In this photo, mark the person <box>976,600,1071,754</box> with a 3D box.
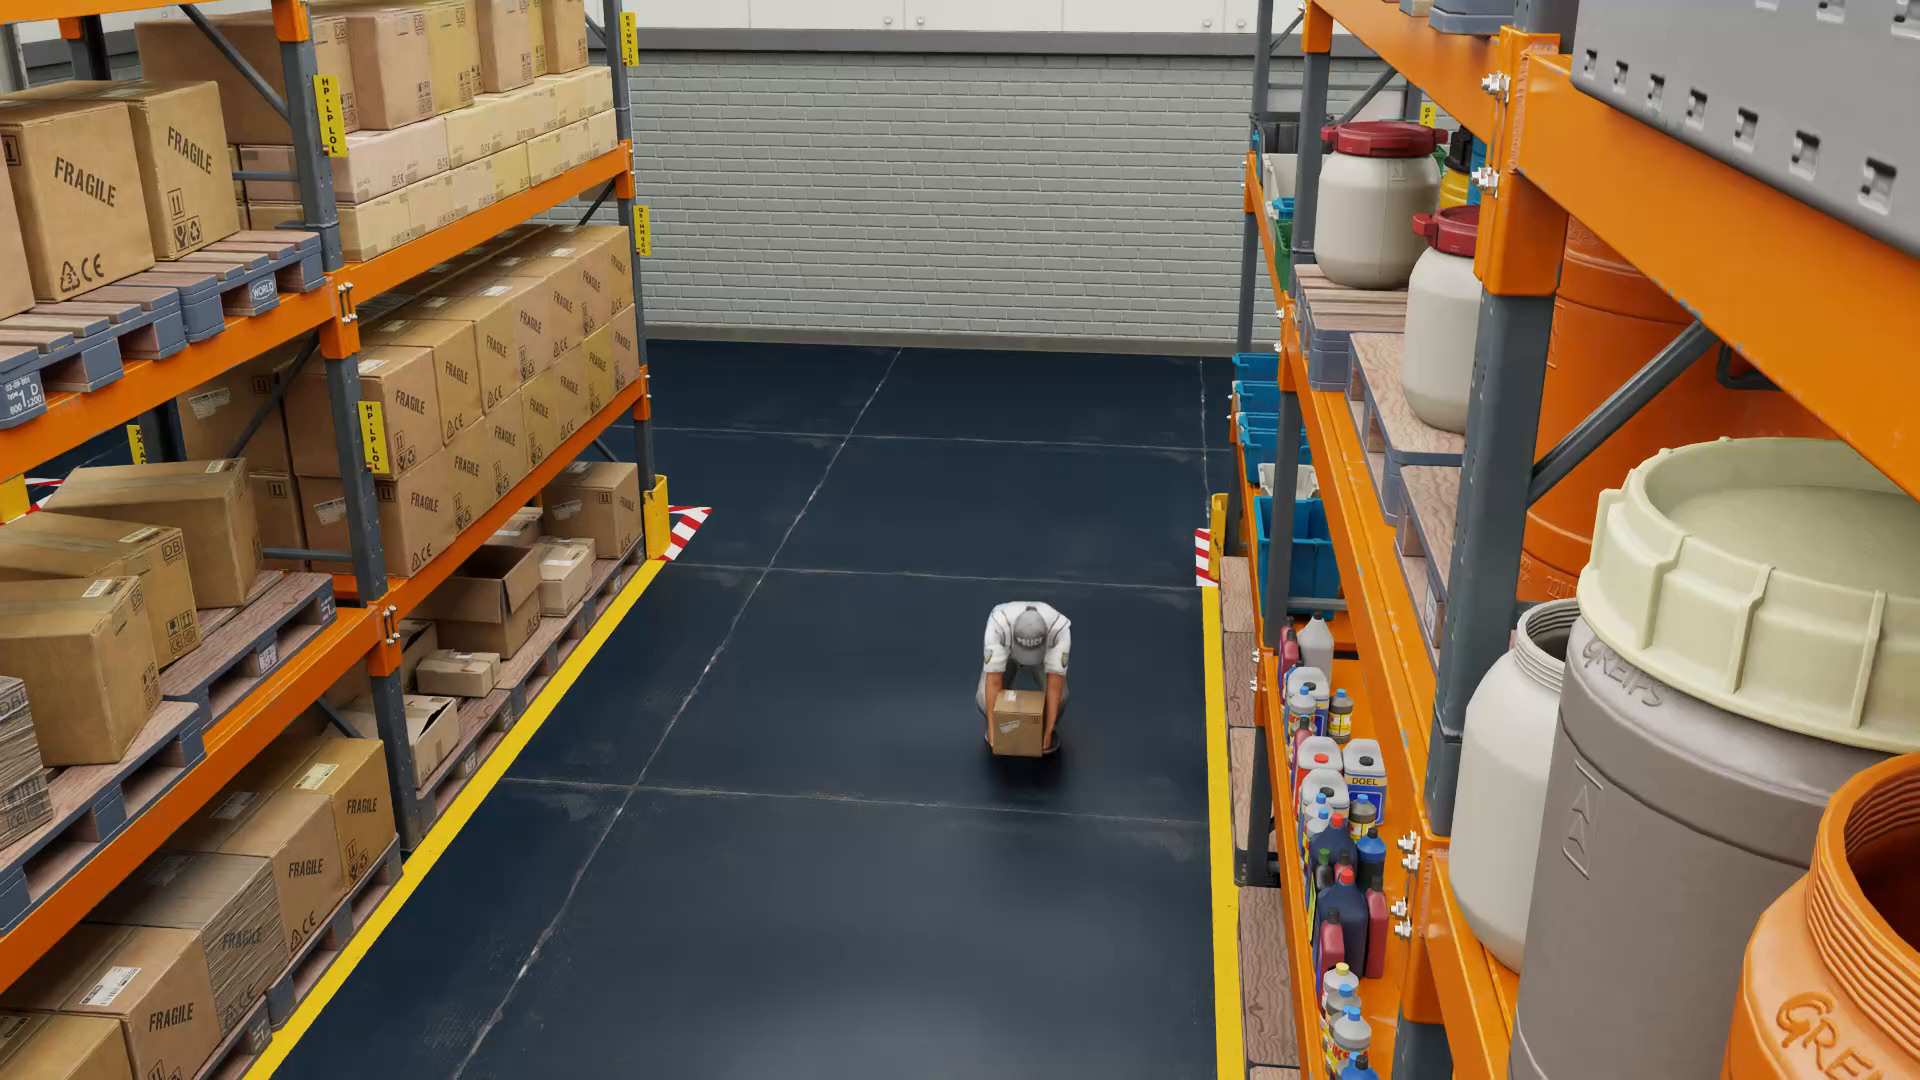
[{"bbox_3d":[0.338,0.685,8.828,0.496,0.949,0.875,2,21,5],"label":"person"}]
